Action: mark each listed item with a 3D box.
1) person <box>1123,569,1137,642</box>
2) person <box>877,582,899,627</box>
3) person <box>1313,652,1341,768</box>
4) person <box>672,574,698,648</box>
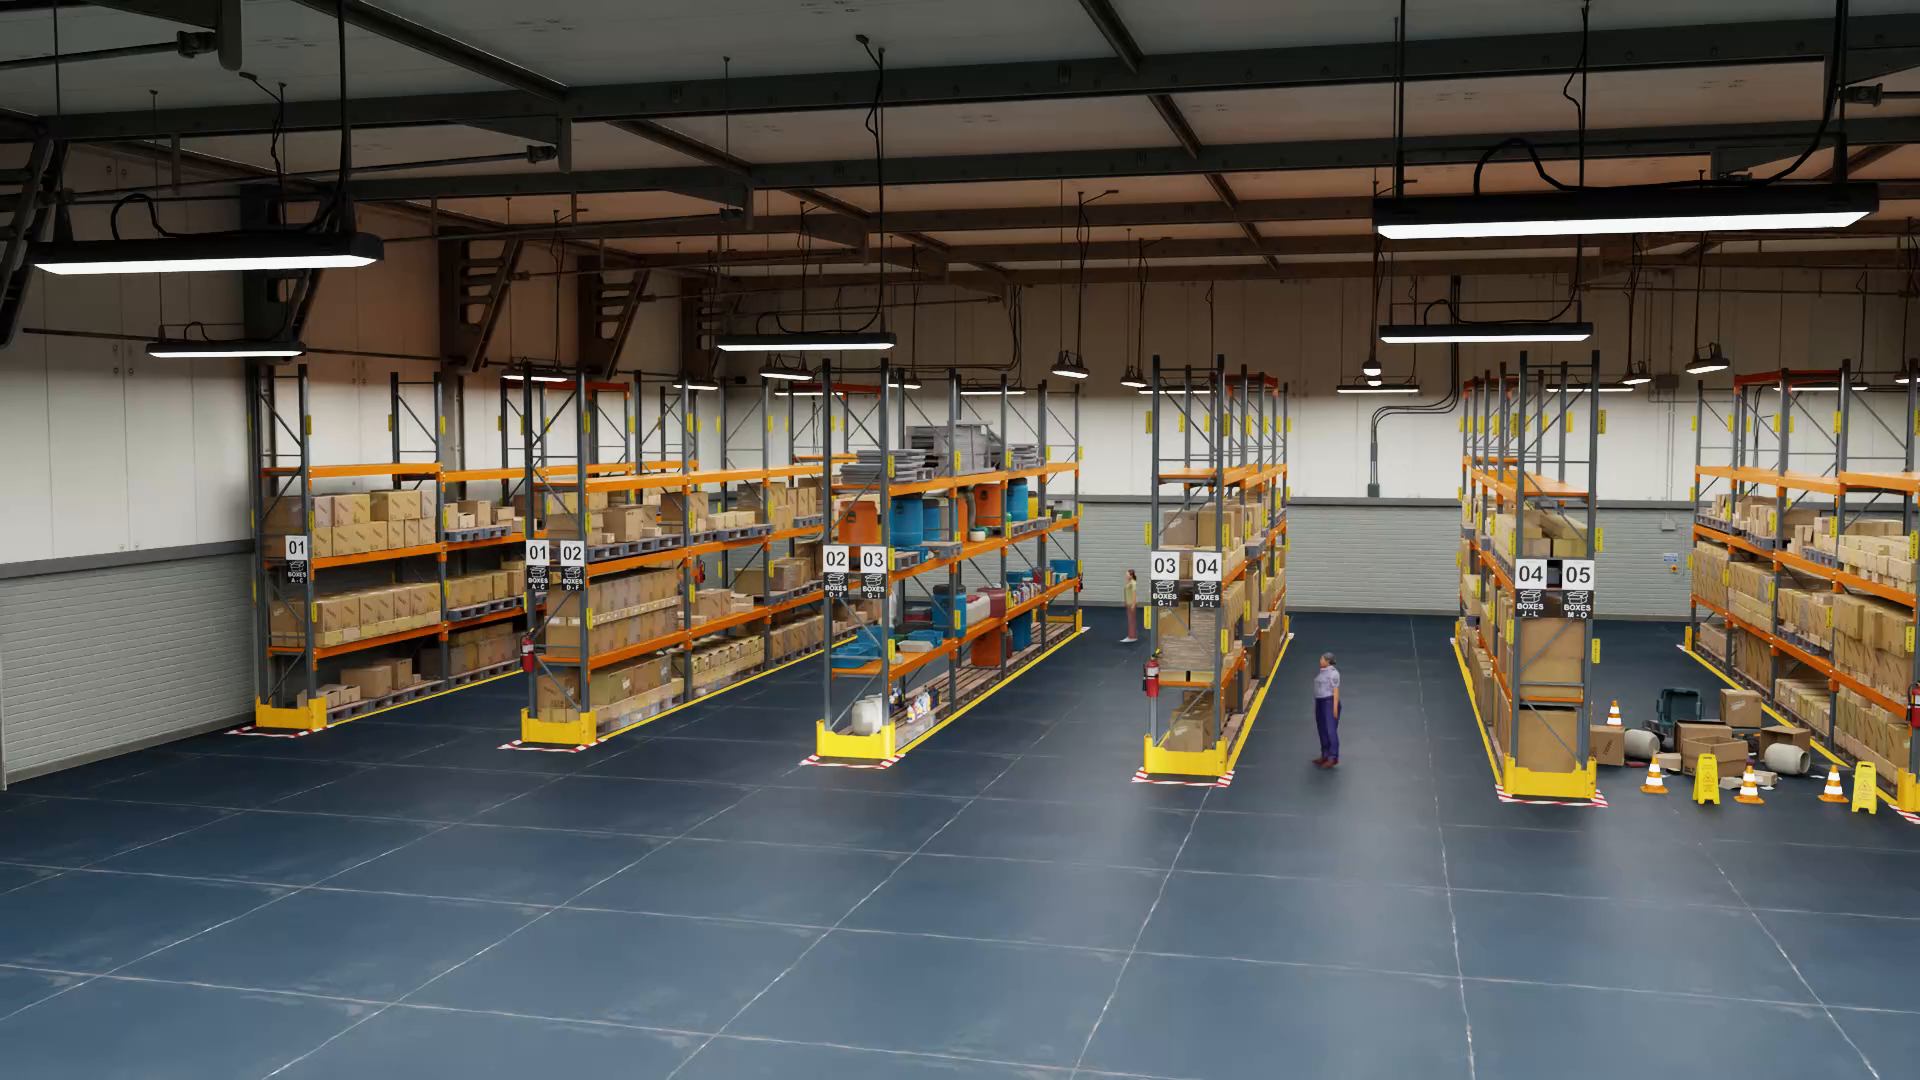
[{"bbox_3d":[3.917,1.507,38.450,0.380,1.677,0.518,0,4,-7],"label":"person"},{"bbox_3d":[-1.446,1.680,34.941,0.520,1.805,0.574,2,4,25],"label":"person"},{"bbox_3d":[5.398,2.491,24.554,0.424,1.668,0.574,-1,4,-20],"label":"person"},{"bbox_3d":[-6.207,1.599,37.312,0.693,1.680,1.066,1,4,11],"label":"person"}]
